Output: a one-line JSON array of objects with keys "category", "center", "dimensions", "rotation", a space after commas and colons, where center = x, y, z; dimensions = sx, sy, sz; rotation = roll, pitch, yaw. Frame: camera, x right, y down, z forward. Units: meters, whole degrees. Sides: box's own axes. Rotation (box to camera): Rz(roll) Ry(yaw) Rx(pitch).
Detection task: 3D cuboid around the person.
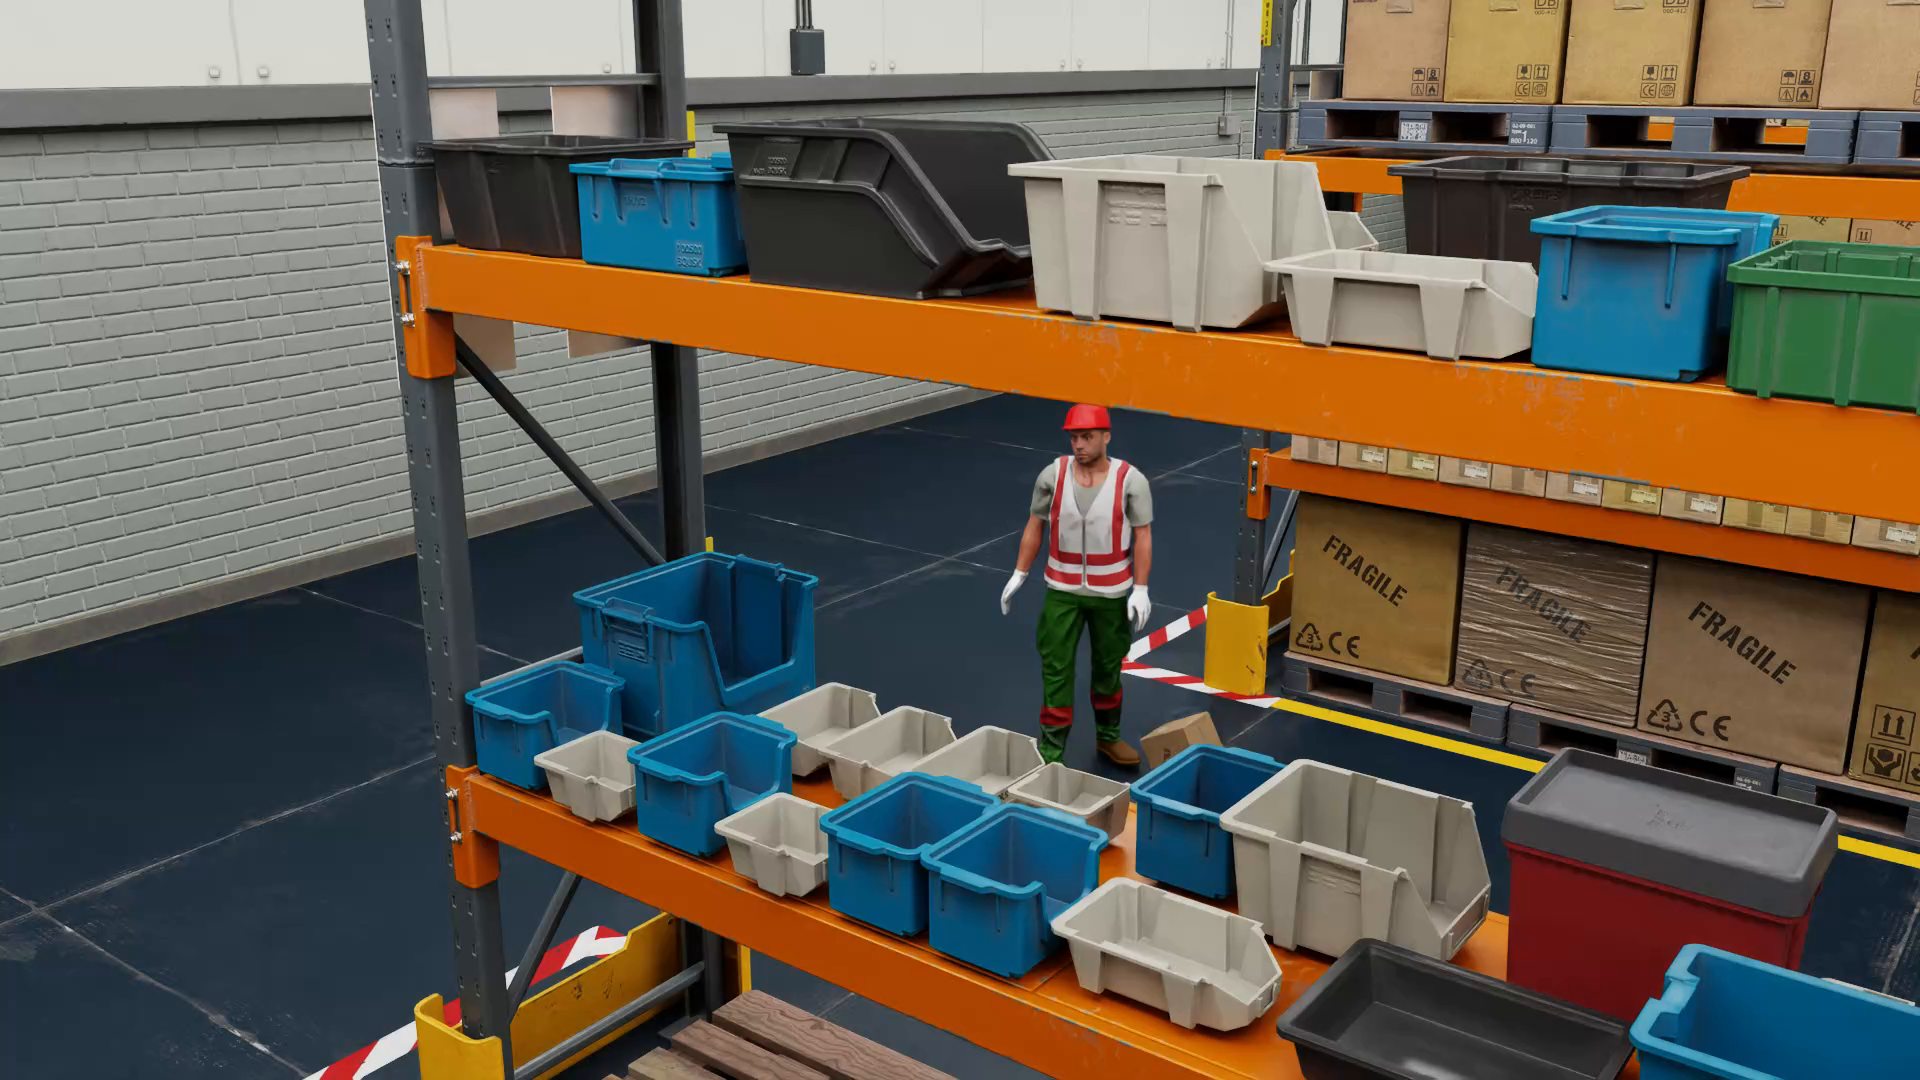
[{"category": "person", "center": [0.528, 0.246, 7.620], "dimensions": [0.699, 1.789, 0.634], "rotation": [3, 17, 11]}]
